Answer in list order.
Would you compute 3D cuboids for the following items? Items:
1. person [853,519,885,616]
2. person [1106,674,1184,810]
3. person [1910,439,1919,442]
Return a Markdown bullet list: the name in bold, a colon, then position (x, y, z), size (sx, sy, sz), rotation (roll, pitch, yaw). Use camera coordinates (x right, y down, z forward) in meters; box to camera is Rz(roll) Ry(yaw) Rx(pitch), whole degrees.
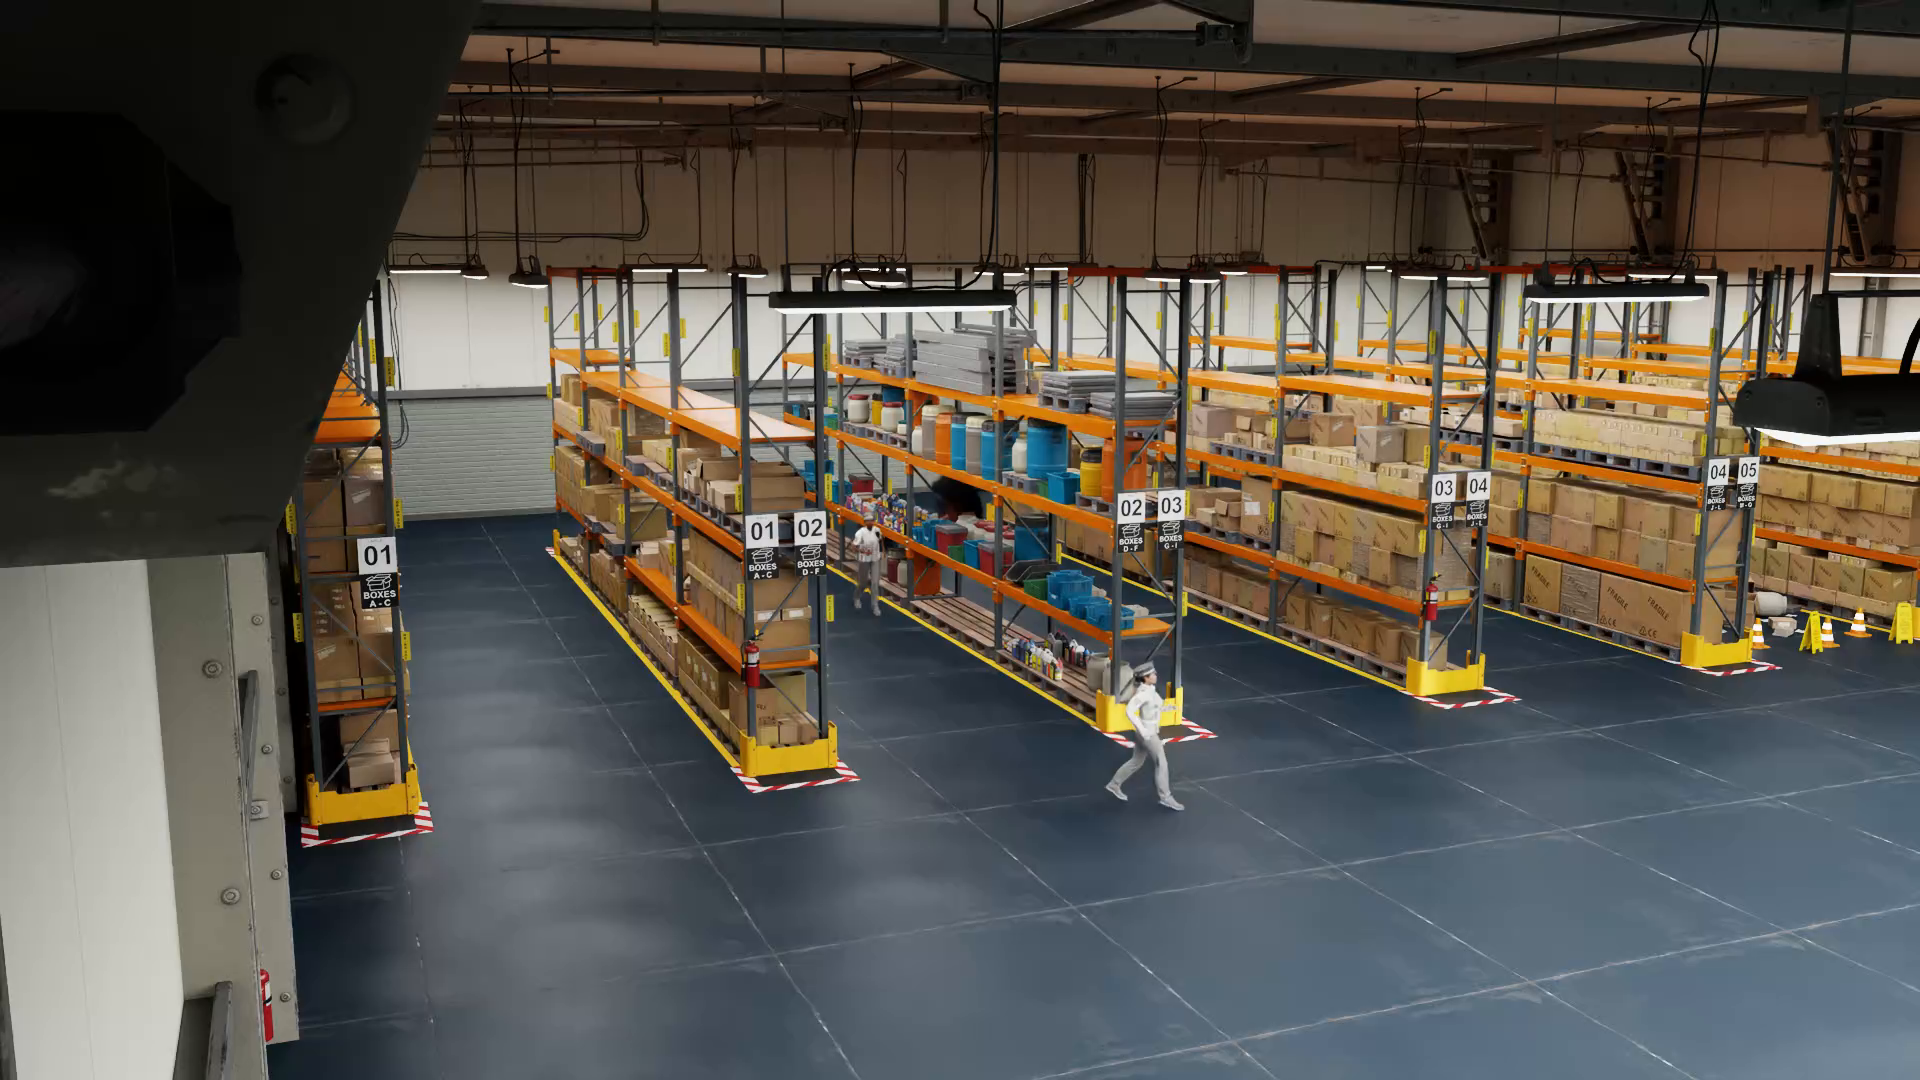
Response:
- **person**: position (-1.528, 0.384, 28.015), size (0.588, 1.672, 0.843), rotation (-4, 11, -21)
- **person**: position (2.117, 2.241, 18.946), size (0.895, 1.665, 0.599), rotation (1, 10, 4)
- **person**: position (14.633, -1.220, 33.611), size (2.057, 3.218, 12.483), rotation (-4, 11, -19)
